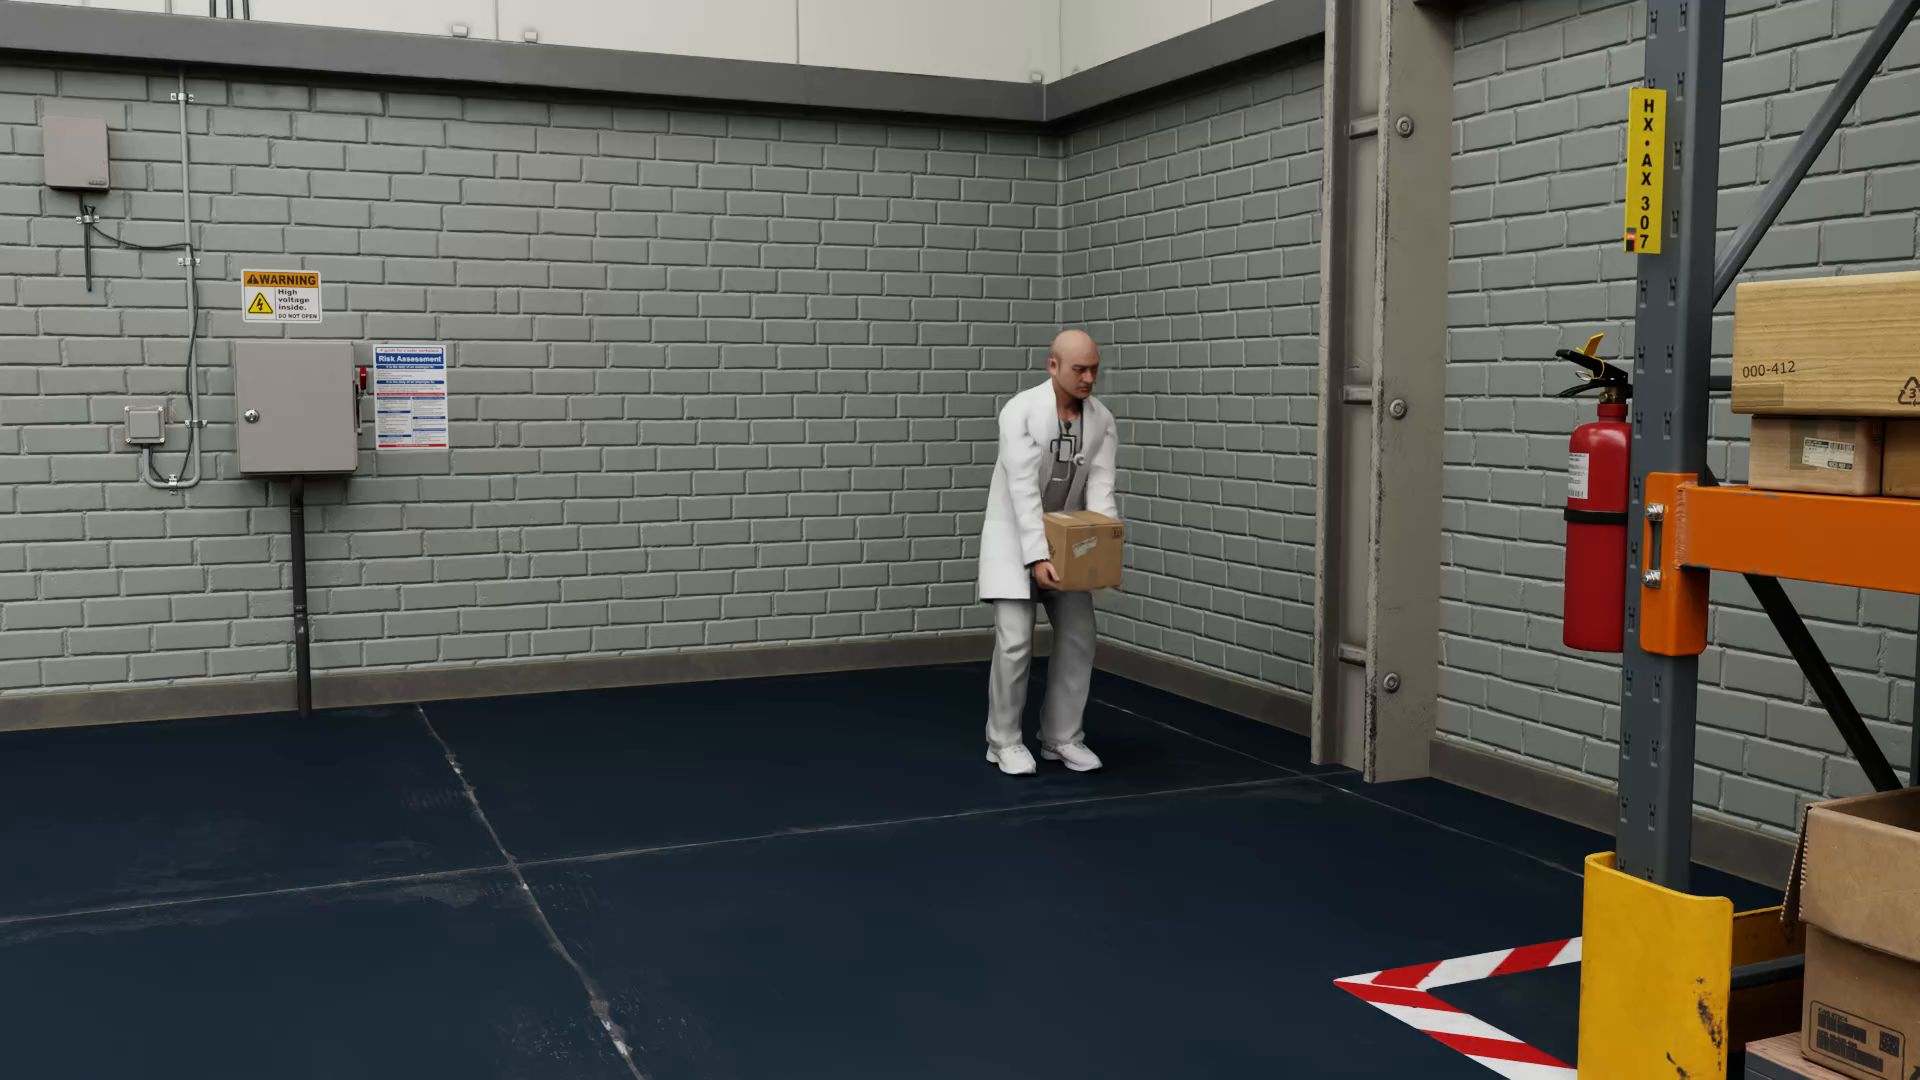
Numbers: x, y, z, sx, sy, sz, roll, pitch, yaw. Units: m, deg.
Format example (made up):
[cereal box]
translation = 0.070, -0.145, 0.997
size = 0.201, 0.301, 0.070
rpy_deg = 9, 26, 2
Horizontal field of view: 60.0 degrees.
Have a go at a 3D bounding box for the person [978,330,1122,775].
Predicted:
[person]
translation = 0.352, 0.052, 6.476
size = 0.533, 1.721, 0.616
rpy_deg = -2, 6, -25
